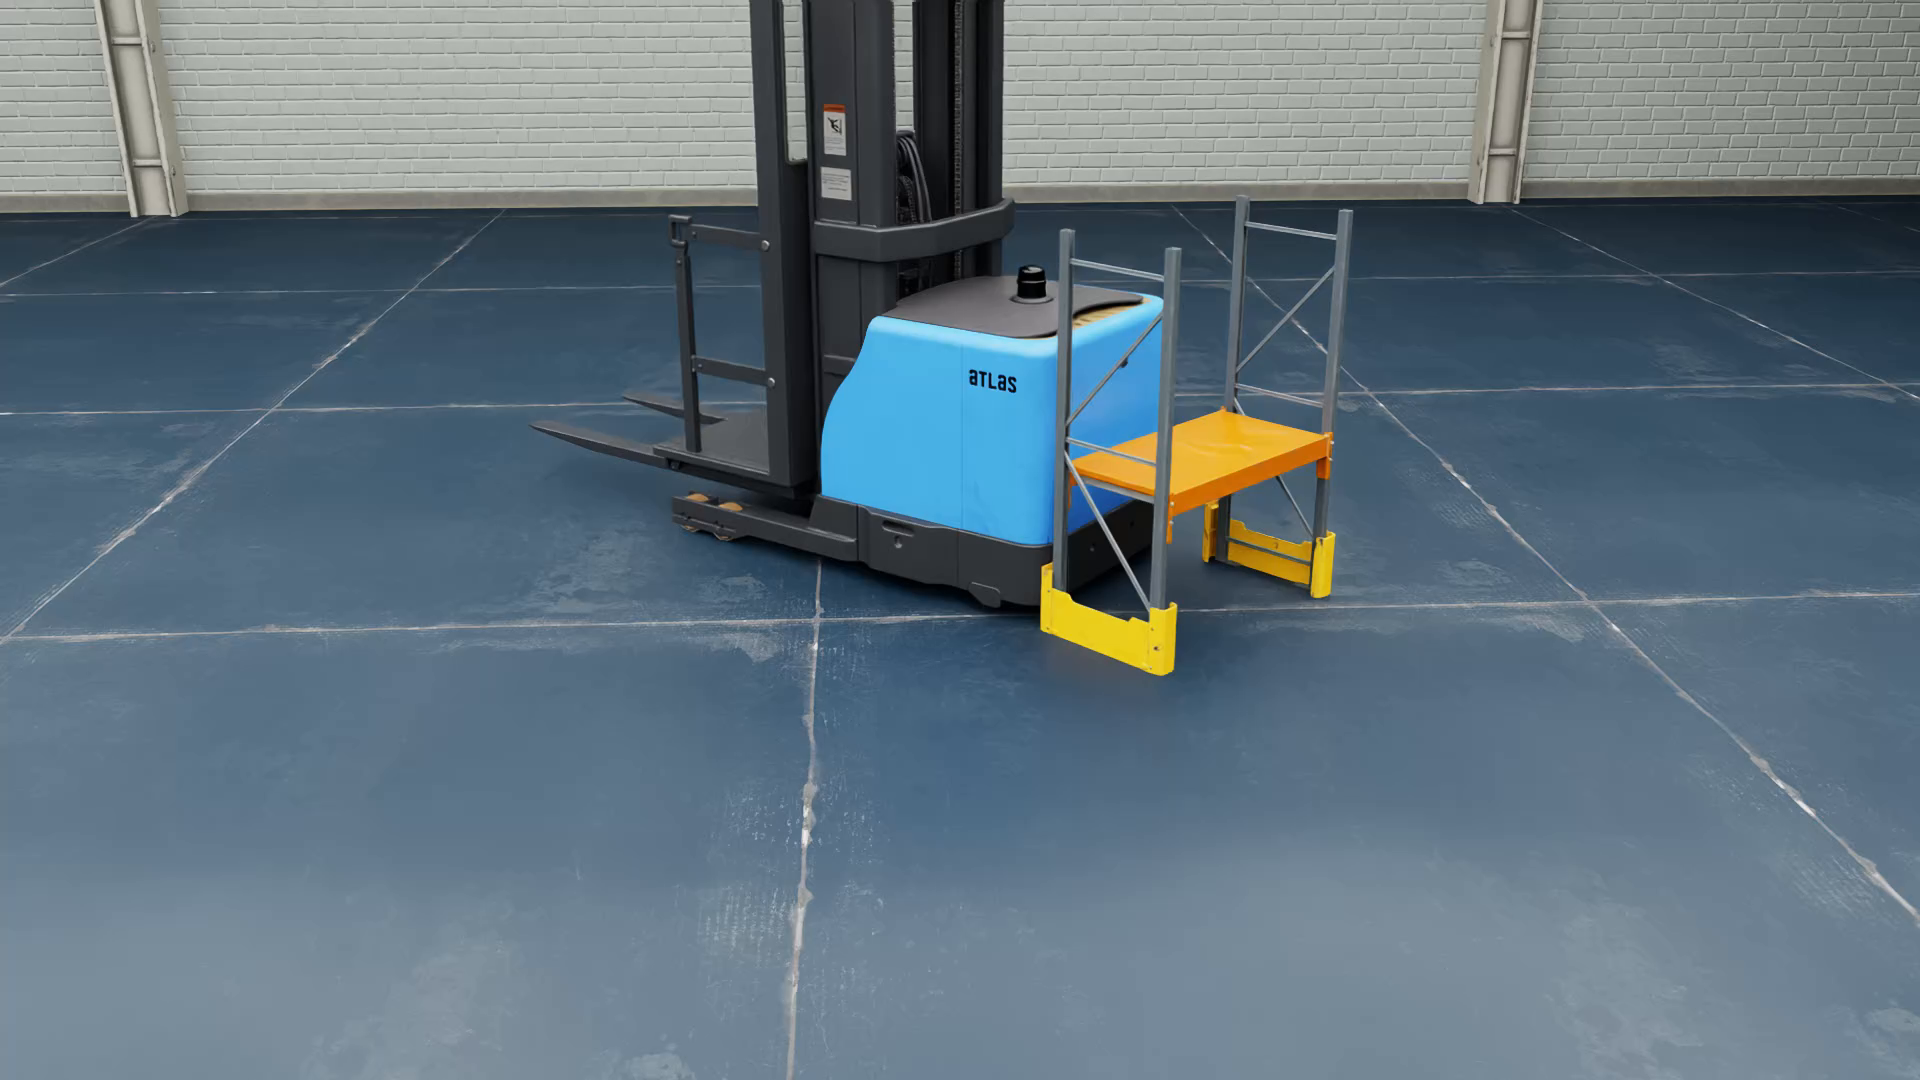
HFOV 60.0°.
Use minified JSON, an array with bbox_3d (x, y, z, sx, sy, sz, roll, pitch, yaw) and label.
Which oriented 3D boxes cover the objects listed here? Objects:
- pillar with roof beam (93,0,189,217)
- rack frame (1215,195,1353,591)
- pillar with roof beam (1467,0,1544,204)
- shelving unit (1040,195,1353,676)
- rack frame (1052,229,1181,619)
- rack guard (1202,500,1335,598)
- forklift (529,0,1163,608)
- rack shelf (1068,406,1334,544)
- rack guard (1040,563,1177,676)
[{"bbox_3d":[-6.820,-5.562,9.082,0.400,9.000,9.100,-1,21,-3],"label":"pillar with roof beam"},{"bbox_3d":[1.246,-0.559,6.480,0.500,1.500,0.032,19,28,41],"label":"rack frame"},{"bbox_3d":[5.160,-5.806,9.722,0.400,9.000,9.100,-1,21,-3],"label":"pillar with roof beam"},{"bbox_3d":[0.882,-0.428,6.137,0.587,1.500,1.083,19,28,41],"label":"shelving unit"},{"bbox_3d":[0.530,-0.302,5.806,0.500,1.500,0.032,19,28,41],"label":"rack frame"},{"bbox_3d":[1.233,0.030,6.690,0.587,0.250,0.087,19,28,41],"label":"rack guard"},{"bbox_3d":[-0.635,-1.502,6.947,3.031,2.935,1.130,14,25,33],"label":"forklift"},{"bbox_3d":[0.888,-0.262,6.207,0.538,0.185,1.000,19,28,41],"label":"rack shelf"},{"bbox_3d":[0.531,0.282,6.029,0.587,0.250,0.087,19,28,41],"label":"rack guard"}]
